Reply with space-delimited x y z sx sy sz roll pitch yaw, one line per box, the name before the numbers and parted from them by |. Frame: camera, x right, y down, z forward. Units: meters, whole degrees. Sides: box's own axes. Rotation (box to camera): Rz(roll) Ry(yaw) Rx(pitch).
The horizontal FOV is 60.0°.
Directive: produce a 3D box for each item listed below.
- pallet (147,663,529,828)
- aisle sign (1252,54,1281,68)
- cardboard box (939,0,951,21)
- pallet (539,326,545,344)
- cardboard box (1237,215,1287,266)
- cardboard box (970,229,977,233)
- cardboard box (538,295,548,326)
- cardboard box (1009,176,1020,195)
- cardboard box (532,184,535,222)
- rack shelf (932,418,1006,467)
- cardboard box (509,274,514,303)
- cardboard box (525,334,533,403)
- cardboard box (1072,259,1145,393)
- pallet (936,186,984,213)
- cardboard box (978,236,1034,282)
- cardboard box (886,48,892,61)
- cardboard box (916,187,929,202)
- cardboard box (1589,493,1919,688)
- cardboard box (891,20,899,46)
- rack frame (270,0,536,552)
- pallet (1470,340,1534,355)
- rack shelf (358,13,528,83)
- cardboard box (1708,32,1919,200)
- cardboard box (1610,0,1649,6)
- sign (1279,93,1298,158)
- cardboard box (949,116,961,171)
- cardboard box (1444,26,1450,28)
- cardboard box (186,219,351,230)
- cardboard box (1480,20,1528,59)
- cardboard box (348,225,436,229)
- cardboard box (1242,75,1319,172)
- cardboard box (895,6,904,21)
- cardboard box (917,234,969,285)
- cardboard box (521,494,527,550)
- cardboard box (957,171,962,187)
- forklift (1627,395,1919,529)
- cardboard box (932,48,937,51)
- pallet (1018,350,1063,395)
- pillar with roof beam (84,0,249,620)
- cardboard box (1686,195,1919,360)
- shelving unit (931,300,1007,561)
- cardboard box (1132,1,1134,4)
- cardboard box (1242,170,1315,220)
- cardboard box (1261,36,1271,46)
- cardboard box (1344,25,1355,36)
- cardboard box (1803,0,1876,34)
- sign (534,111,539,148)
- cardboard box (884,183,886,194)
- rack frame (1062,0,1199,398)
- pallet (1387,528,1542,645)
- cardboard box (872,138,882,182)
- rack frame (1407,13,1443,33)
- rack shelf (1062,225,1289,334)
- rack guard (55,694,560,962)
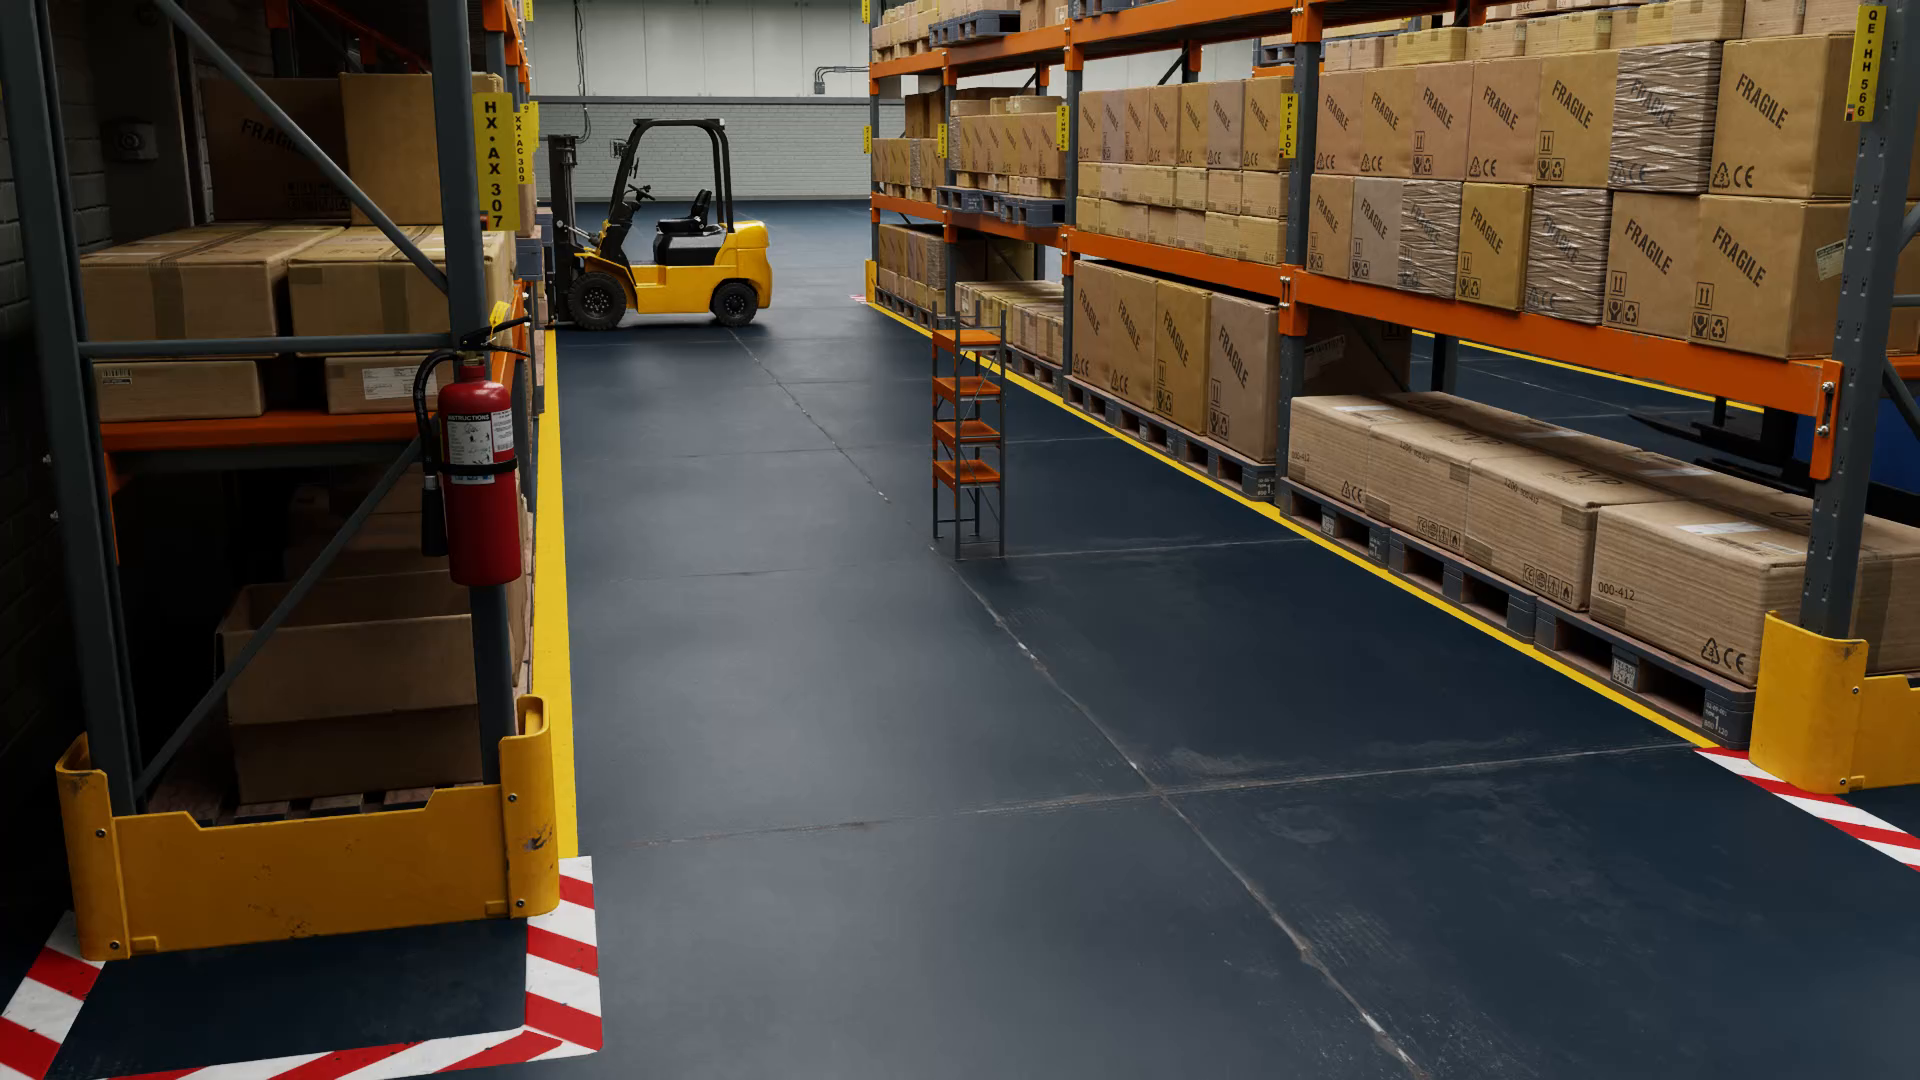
pallet | -1.855 0.693 5.145 1.003 0.211 1.213 -3 14 -13
aisle sign | 3.897 -5.990 21.149 0.394 0.787 0.004 -3 14 -13
cardboard box | 0.104 -4.937 15.426 0.500 0.250 0.500 -4 14 -15
pallet | -4.613 -2.060 16.413 1.003 0.211 1.213 -3 14 -13
cardboard box | 1.885 -1.677 9.287 0.500 0.250 0.500 -4 14 -15
cardboard box | 0.321 -3.417 18.056 0.380 0.149 0.250 -2 14 -10
cardboard box | -4.259 -2.227 16.130 0.500 0.250 0.500 -3 14 -13
cardboard box | 0.625 -2.962 13.876 0.380 0.149 0.250 -3 14 -12
cardboard box | -2.791 -2.060 9.443 0.700 0.500 0.500 -3 14 -13
rack shelf | 0.039 -0.479 8.144 0.258 0.148 0.480 -3 14 -13
cardboard box | -2.101 -1.084 7.073 0.380 0.149 0.250 -3 14 -12
cardboard box | -3.220 -1.210 11.441 0.500 0.500 0.500 -3 14 -12
cardboard box | 1.378 -1.591 12.211 0.875 0.875 0.875 -3 14 -14
pallet | 0.395 -3.228 15.725 1.003 0.211 1.213 -3 14 -13
cardboard box | 0.481 -2.890 17.263 0.500 0.500 0.500 -3 14 -11
cardboard box | -0.643 -5.551 19.035 0.380 0.149 0.250 -3 14 -12
cardboard box | -0.257 -3.675 17.680 0.380 0.149 0.250 -3 14 -14
cardboard box | 2.923 0.156 5.981 0.875 0.438 0.875 -4 14 -15
cardboard box | -0.469 -5.592 18.365 0.500 0.250 0.500 -3 14 -12
rack frame | -2.588 -1.383 7.767 1.000 3.000 0.127 -3 14 -13
pallet | 5.689 -1.995 16.147 1.003 0.211 1.213 -3 14 -13
rack shelf | -3.998 -3.875 13.162 1.077 0.370 4.000 -3 14 -13
cardboard box | 2.830 -1.370 5.396 0.500 0.500 0.500 -3 14 -11
cardboard box | 5.729 -4.604 14.030 0.380 0.166 0.250 -3 14 -13
sign | 1.710 -2.152 8.642 0.100 0.325 0.005 -3 14 -13
cardboard box | 0.188 -3.779 15.852 0.500 0.500 0.500 -3 14 -12
cardboard box | 5.390 -5.496 17.715 0.380 0.149 0.250 -4 14 -14
cardboard box | -2.369 -0.977 5.796 0.500 0.250 0.500 -3 14 -13
cardboard box | 2.397 -2.070 6.896 0.380 0.149 0.250 -3 14 -13
cardboard box | -1.875 -1.001 5.894 0.500 0.250 0.500 -4 14 -15
cardboard box | 1.887 -2.284 9.137 0.500 0.500 0.500 -3 14 -11
cardboard box | -0.504 -5.761 18.215 0.380 0.149 0.250 -3 14 -12
cardboard box | -0.164 -2.977 17.622 0.500 0.500 0.500 -3 14 -12
cardboard box | -2.088 -0.064 7.246 0.396 0.266 0.258 -3 14 -11
cardboard box | 0.179 -3.443 15.843 0.380 0.149 0.250 -3 14 -12
forklift | 4.912 -1.689 9.166 1.130 2.935 3.031 -2 14 -8
cardboard box | -0.071 -5.018 16.854 0.380 0.149 0.250 -3 14 -13
pallet | 1.114 -1.409 13.749 1.003 0.211 1.213 -3 14 -13
pillar with roof beam | 0.884 -4.326 7.174 9.100 9.000 0.400 -3 14 -13
cardboard box | 2.804 -0.883 5.509 0.500 0.500 0.500 -3 14 -13
shelving unit | 0.039 -0.545 8.128 0.258 1.200 0.503 -3 14 -13
cardboard box | 1.327 -4.116 12.917 0.396 0.266 0.258 -3 14 -13
cardboard box | 1.896 -1.919 9.222 0.500 0.250 0.500 -3 14 -13
cardboard box | 3.974 -6.219 20.674 0.380 0.149 0.250 -3 14 -13
cardboard box | 4.510 -5.693 18.524 0.380 0.149 0.250 -3 14 -12
cardboard box | 2.896 -1.659 5.212 0.380 0.149 0.250 -3 14 -12
sign | -3.942 -3.785 15.326 0.100 0.325 0.005 -3 14 -13
cardboard box | -0.704 -4.217 19.896 0.380 0.149 0.250 -3 14 -13
rack frame | 1.296 -2.583 12.680 1.000 3.000 0.127 -3 14 -13
pallet | 2.628 0.156 7.344 1.003 0.211 1.213 -3 14 -13
cardboard box | -0.741 -4.497 19.676 0.500 0.500 0.500 -4 14 -14
rack frame | 5.145 -6.719 16.970 1.000 3.000 0.127 -3 14 -13
rack shelf | 1.766 -1.772 10.877 1.077 0.370 4.000 -3 14 -13
rack guard | -1.667 0.737 4.358 1.175 0.500 0.348 -3 14 -13
